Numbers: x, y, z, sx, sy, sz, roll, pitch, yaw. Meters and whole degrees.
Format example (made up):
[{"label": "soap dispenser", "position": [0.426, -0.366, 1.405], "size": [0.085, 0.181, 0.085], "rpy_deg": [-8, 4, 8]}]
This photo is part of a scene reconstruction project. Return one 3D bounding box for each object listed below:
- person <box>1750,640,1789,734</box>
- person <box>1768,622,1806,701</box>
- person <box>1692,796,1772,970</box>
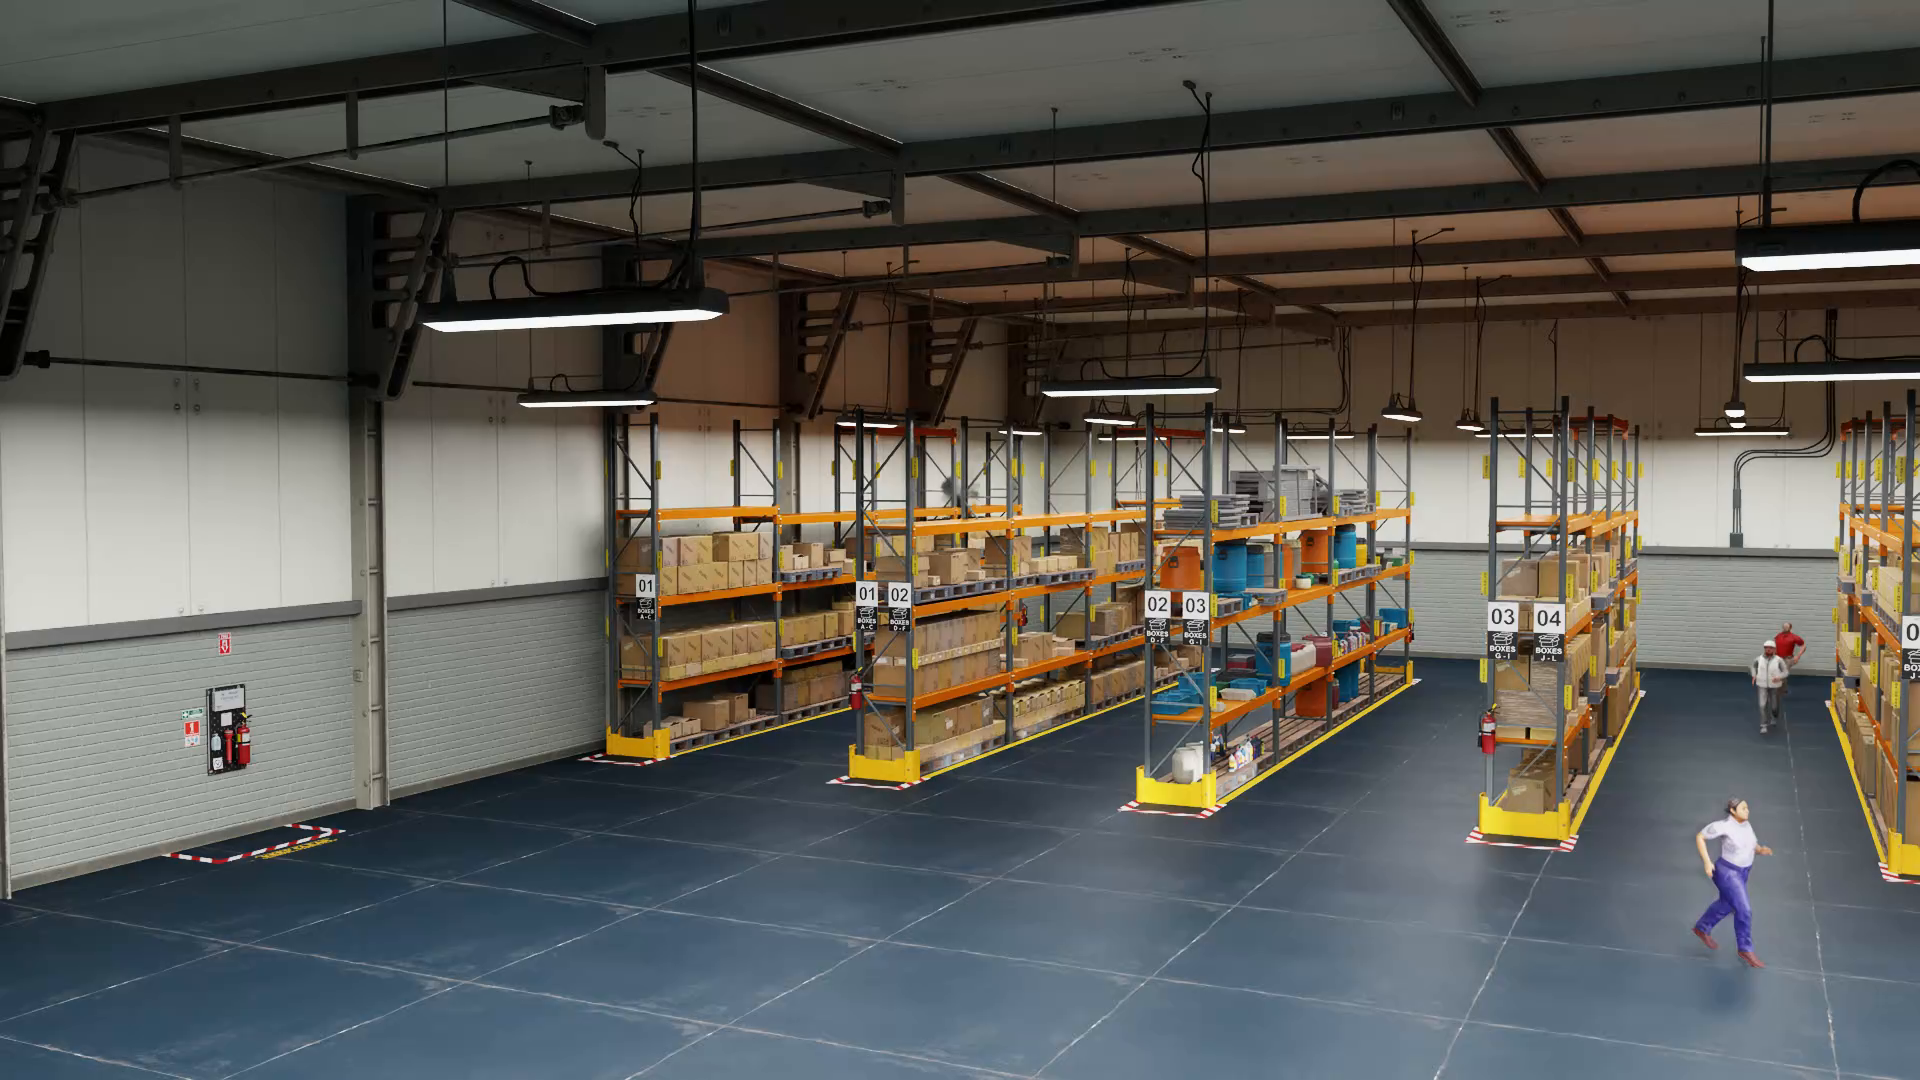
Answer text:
[{"label": "person", "position": [15.404, 2.782, 31.673], "size": [0.684, 1.750, 0.907], "rpy_deg": [2, 3, 33]}, {"label": "person", "position": [17.886, 2.655, 36.056], "size": [0.712, 1.763, 0.739], "rpy_deg": [-1, 3, -18]}, {"label": "person", "position": [7.881, 3.452, 16.992], "size": [0.580, 1.693, 0.821], "rpy_deg": [-2, 3, -36]}]
